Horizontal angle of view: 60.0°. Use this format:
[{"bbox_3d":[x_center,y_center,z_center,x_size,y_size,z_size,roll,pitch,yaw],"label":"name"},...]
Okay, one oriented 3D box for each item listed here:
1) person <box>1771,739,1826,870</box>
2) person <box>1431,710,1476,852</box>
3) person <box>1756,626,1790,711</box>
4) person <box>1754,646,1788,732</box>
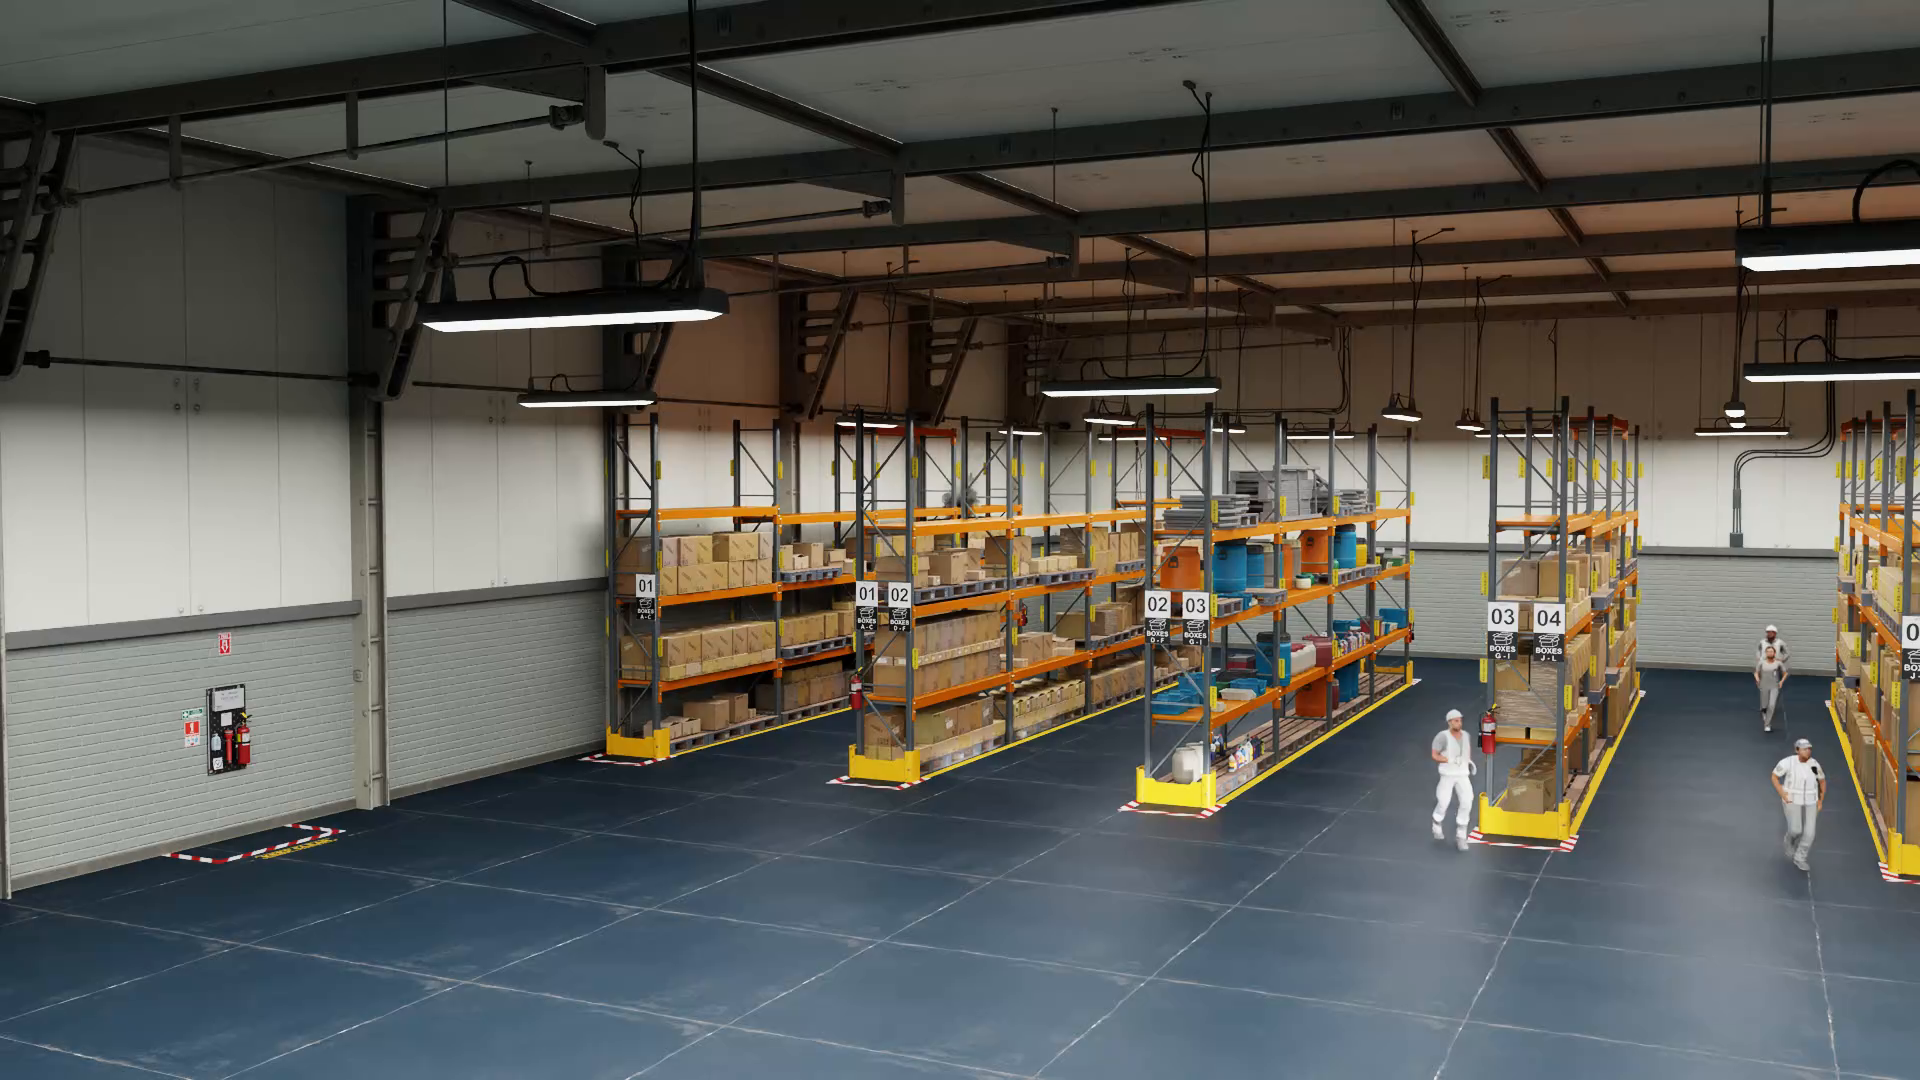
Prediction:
[{"bbox_3d":[10.583,3.319,20.925,0.636,1.635,0.508,0,2,10],"label":"person"},{"bbox_3d":[6.558,3.173,22.090,0.667,1.843,0.746,0,2,-9],"label":"person"},{"bbox_3d":[16.983,2.665,34.733,0.671,1.779,0.792,2,3,36],"label":"person"},{"bbox_3d":[15.596,2.853,31.987,0.580,1.625,0.710,1,3,28],"label":"person"}]
